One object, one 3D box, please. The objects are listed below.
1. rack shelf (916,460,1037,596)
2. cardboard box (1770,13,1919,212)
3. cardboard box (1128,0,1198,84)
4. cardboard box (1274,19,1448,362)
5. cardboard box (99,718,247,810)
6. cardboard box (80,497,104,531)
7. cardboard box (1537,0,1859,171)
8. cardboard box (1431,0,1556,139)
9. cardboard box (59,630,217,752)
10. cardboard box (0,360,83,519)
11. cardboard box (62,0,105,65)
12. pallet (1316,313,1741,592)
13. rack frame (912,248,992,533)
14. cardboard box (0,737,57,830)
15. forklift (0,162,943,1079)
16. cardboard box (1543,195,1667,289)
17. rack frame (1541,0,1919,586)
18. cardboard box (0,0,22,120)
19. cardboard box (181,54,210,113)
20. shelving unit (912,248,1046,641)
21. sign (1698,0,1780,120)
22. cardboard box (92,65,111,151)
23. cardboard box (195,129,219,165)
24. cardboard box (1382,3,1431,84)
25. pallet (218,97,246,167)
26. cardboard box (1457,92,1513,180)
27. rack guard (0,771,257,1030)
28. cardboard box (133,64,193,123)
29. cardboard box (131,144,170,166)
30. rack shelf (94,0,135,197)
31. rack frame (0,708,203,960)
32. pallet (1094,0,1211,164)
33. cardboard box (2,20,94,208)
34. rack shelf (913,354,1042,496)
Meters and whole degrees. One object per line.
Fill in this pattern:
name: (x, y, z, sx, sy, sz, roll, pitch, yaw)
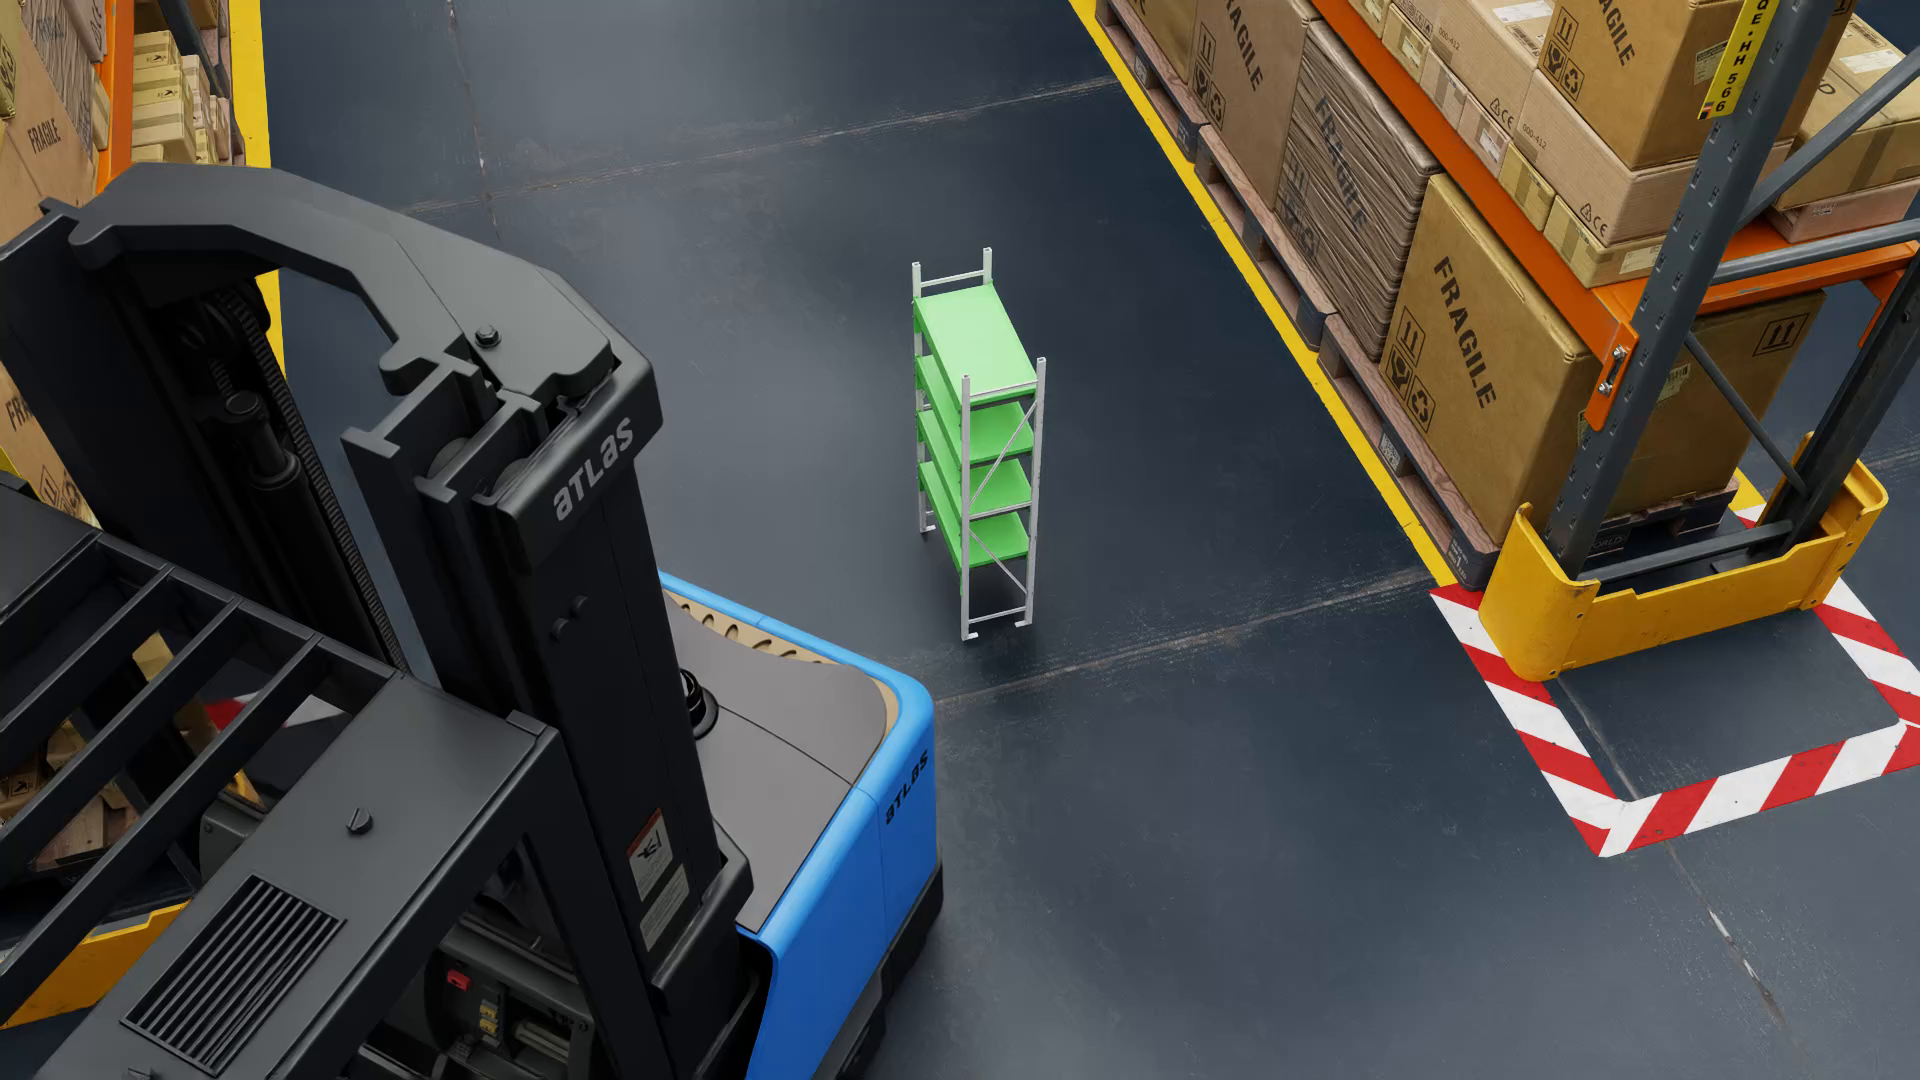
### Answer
rack shelf: (0.049, -0.070, 5.422, 0.258, 0.148, 0.480, -13, 51, -11)
cardboard box: (2.427, -1.229, 4.728, 0.500, 0.250, 0.500, -15, 51, -12)
cardboard box: (1.247, -2.642, 7.130, 0.875, 0.875, 0.875, -13, 51, -11)
cardboard box: (1.776, -1.335, 6.028, 0.875, 0.875, 0.875, -13, 51, -11)
cardboard box: (-2.306, 0.606, 4.867, 0.380, 0.149, 0.250, -12, 51, -10)
cardboard box: (-2.240, 0.048, 3.912, 0.380, 0.149, 0.250, -14, 51, -11)
cardboard box: (1.916, -1.356, 4.344, 0.500, 0.500, 0.500, -13, 51, -11)
cardboard box: (1.765, -1.482, 4.941, 0.500, 0.250, 0.500, -14, 51, -12)
cardboard box: (-2.288, 0.410, 4.643, 0.380, 0.149, 0.250, -15, 52, -13)
cardboard box: (-2.326, -0.241, 3.731, 0.500, 0.500, 0.500, -11, 51, -9)
cardboard box: (-2.929, -1.740, 4.995, 0.500, 0.500, 0.500, -14, 51, -11)
pallet: (2.000, -0.438, 5.981, 1.003, 0.211, 1.213, -13, 51, -11)
rack frame: (-0.023, -0.444, 5.340, 0.240, 1.200, 0.015, -13, 51, -11)
cardboard box: (-2.812, 0.724, 4.768, 0.380, 0.149, 0.250, -13, 51, -10)
forklift: (-1.170, 0.942, 3.039, 1.130, 2.935, 3.031, 21, 53, 17)
cardboard box: (1.891, -0.875, 4.690, 0.380, 0.149, 0.250, -12, 51, -10)
rack frame: (2.311, -0.770, 4.437, 1.000, 3.000, 0.127, -13, 51, -11)
cardboard box: (-2.624, -1.313, 3.981, 0.500, 0.500, 0.500, -14, 51, -12)
cardboard box: (-3.243, -1.798, 6.699, 0.380, 0.149, 0.250, -12, 51, -10)
shelving unit: (0.049, -0.266, 5.189, 0.258, 1.200, 0.503, -13, 51, -11)
sign: (1.788, -1.107, 3.809, 0.100, 0.325, 0.005, -13, 51, -11)
cardboard box: (-2.801, -1.282, 5.033, 0.380, 0.149, 0.250, -12, 51, -10)
cardboard box: (-3.055, -1.412, 6.373, 0.380, 0.149, 0.250, -15, 51, -12)
cardboard box: (1.587, -1.620, 5.318, 0.380, 0.149, 0.250, -14, 51, -12)
pallet: (-3.408, -1.263, 6.676, 1.003, 0.211, 1.213, -13, 51, -11)
cardboard box: (1.739, -1.249, 5.005, 0.380, 0.149, 0.250, -13, 51, -11)
rack guard: (-2.480, 1.028, 4.557, 1.175, 0.500, 0.348, -13, 51, -11)
cardboard box: (-3.173, -1.673, 6.400, 0.380, 0.149, 0.250, -13, 51, -11)
cardboard box: (-3.090, -1.286, 6.073, 0.380, 0.149, 0.250, -12, 51, -10)
rack shelf: (-3.049, -0.951, 5.061, 1.077, 0.370, 4.000, -13, 51, -11)
rack frame: (-2.457, 0.278, 3.554, 1.000, 3.000, 0.127, -13, 51, -11)
pallet: (1.278, -2.220, 7.483, 1.003, 0.211, 1.213, -13, 51, -11)
cardboard box: (-2.642, -0.987, 4.360, 0.500, 0.500, 0.500, -13, 51, -10)
rack shelf: (0.049, -0.379, 5.055, 0.258, 0.148, 0.480, -13, 51, -11)
